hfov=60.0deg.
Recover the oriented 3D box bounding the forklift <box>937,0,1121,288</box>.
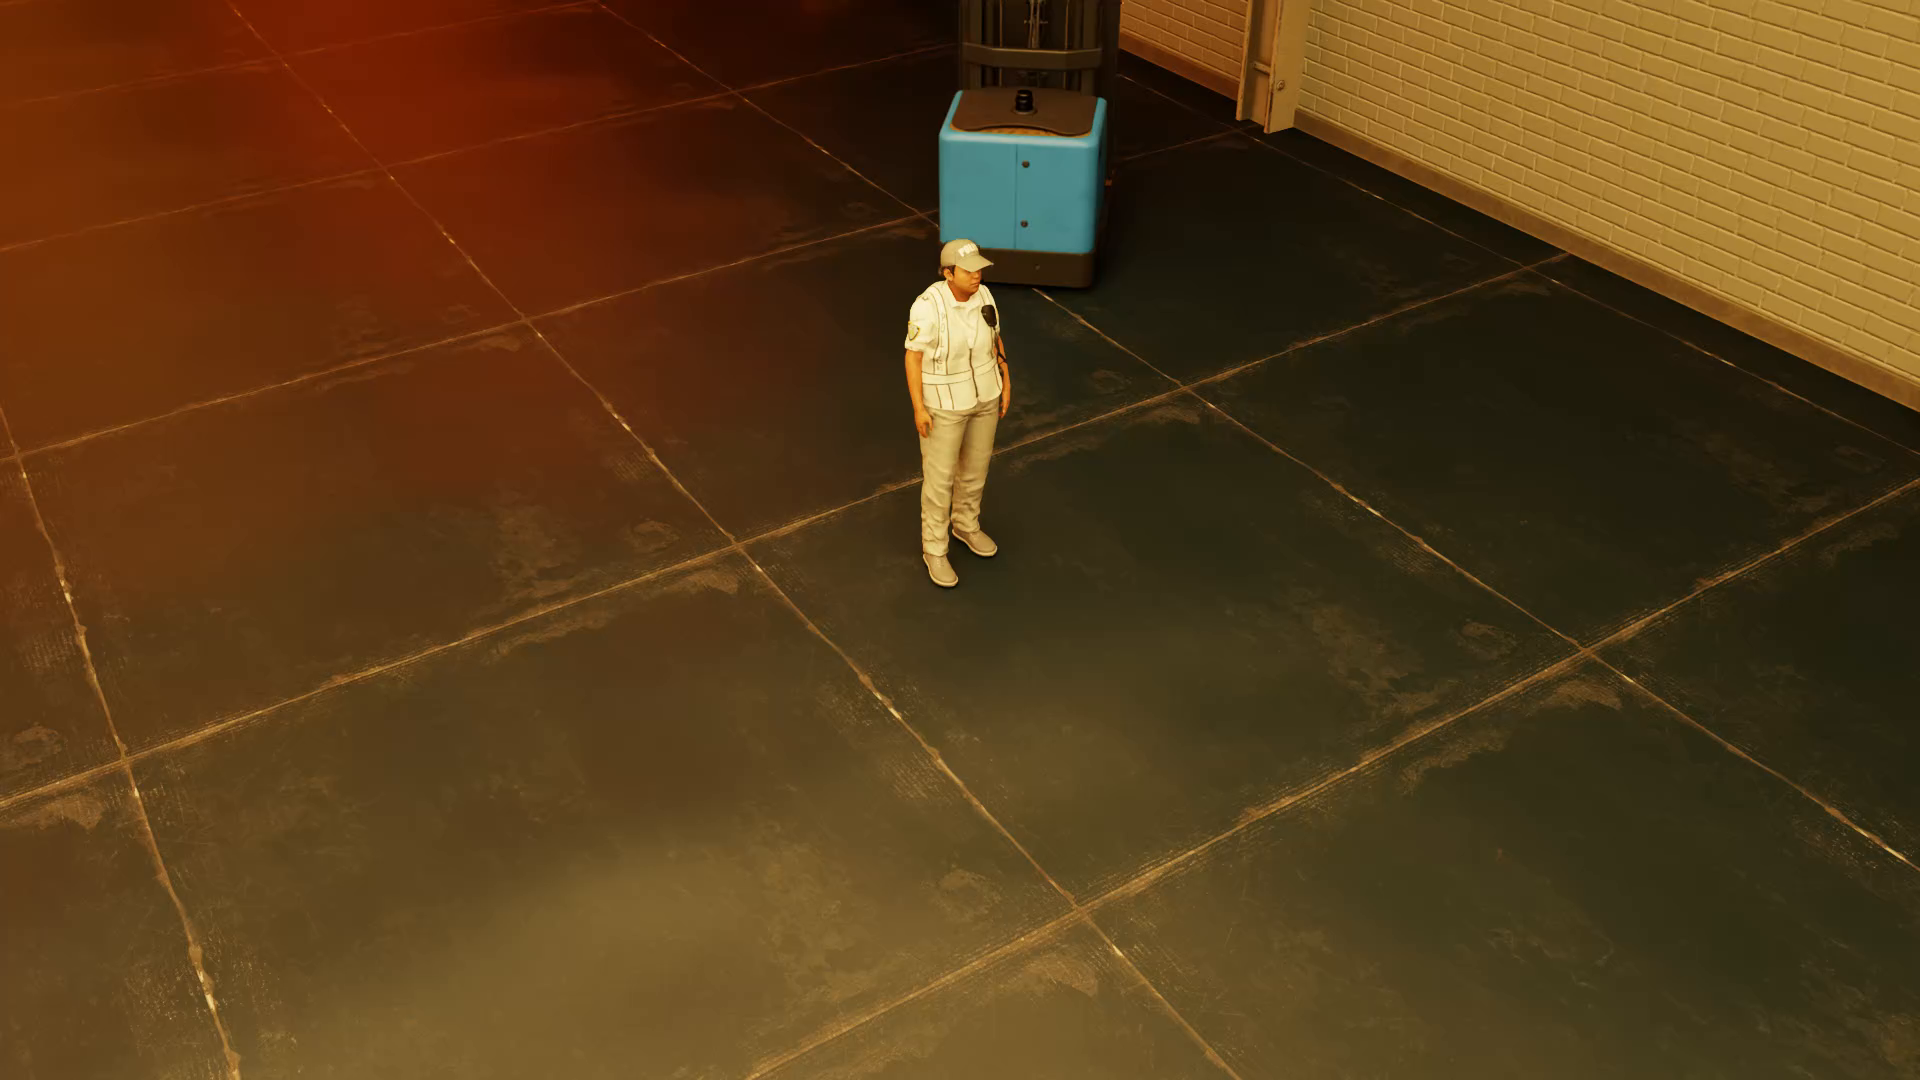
[{"bbox_3d":[0.570,-3.694,11.405,1.130,2.935,3.031,5,35,7],"label":"forklift"}]

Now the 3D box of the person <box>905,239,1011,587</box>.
[{"bbox_3d":[0.023,-0.644,8.151,0.599,1.670,0.529,-21,40,-27],"label":"person"}]
